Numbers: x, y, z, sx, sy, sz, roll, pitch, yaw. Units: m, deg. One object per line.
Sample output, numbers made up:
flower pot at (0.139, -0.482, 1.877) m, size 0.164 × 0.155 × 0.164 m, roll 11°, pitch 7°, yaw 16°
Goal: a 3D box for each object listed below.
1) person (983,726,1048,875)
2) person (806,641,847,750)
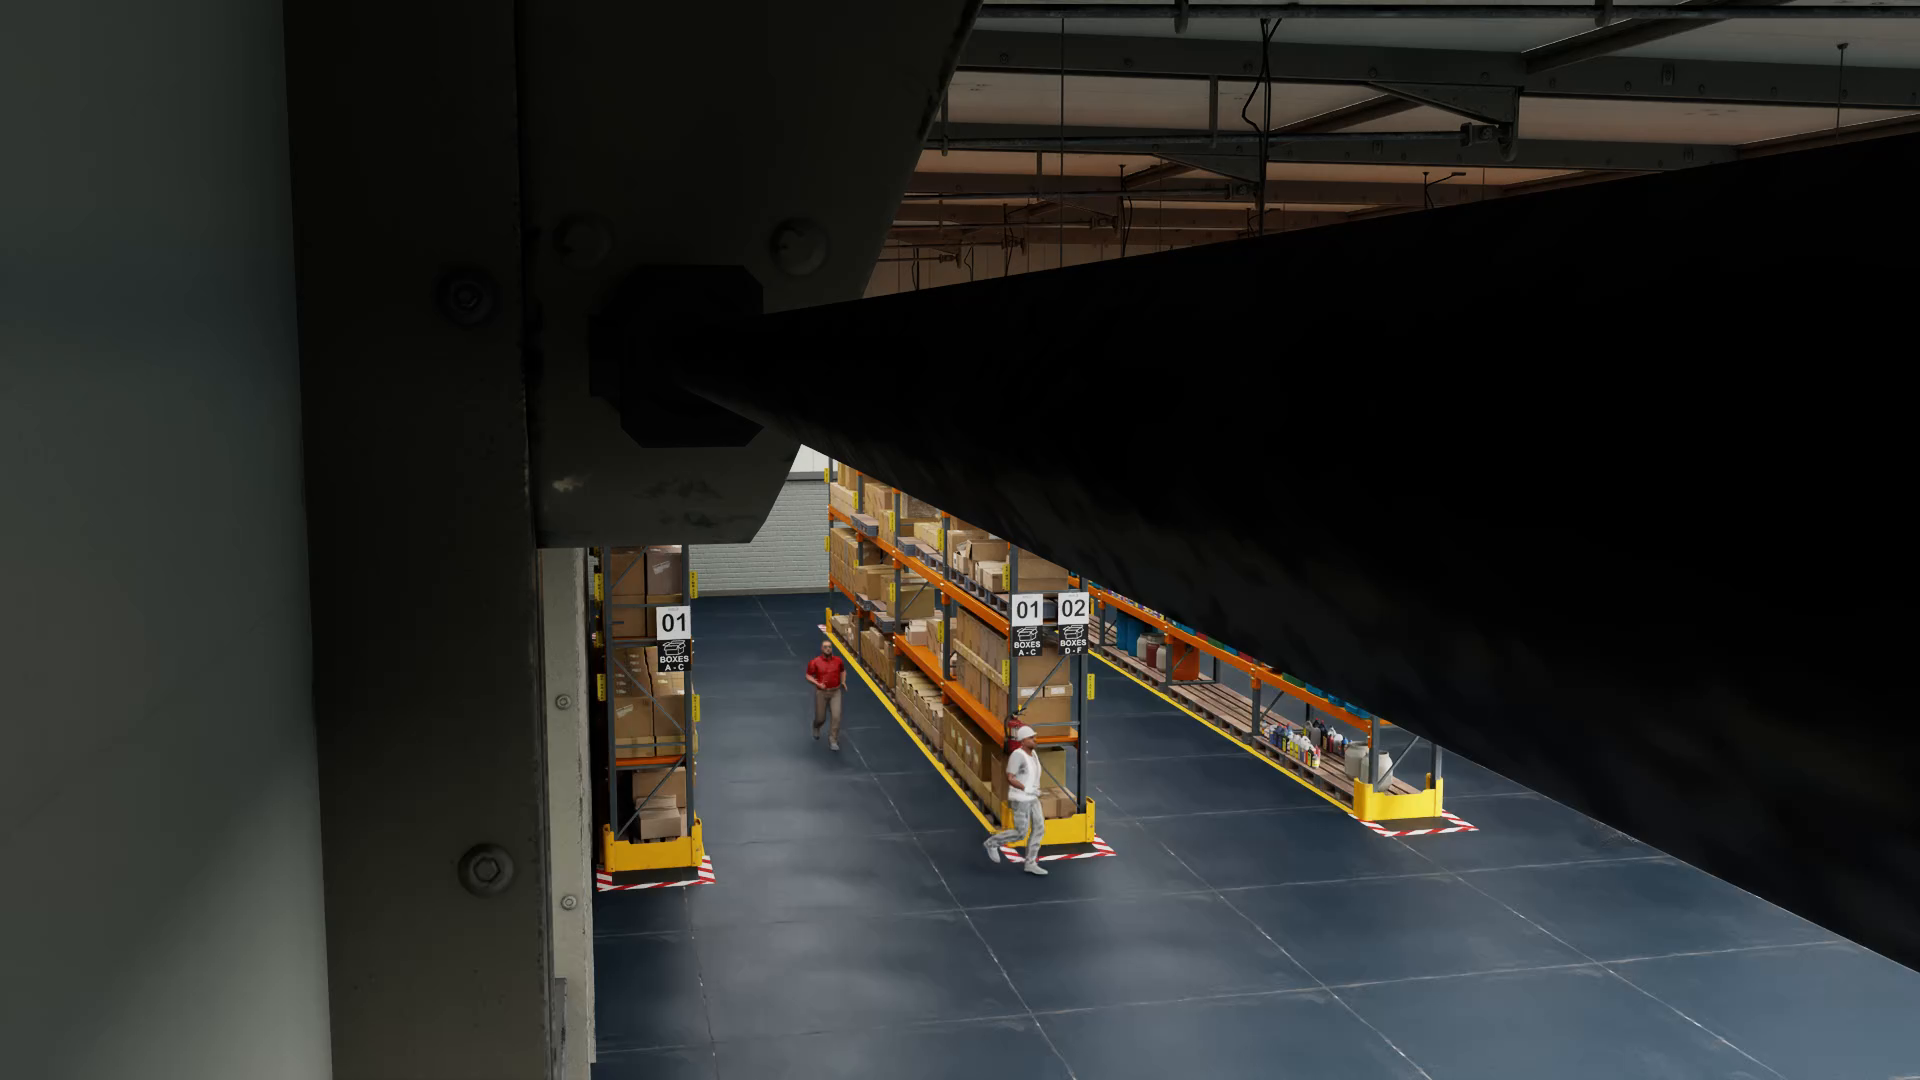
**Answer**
person at (0.719, 3.101, 19.982) m, size 0.811 × 1.761 × 0.703 m, roll 3°, pitch 8°, yaw 26°
person at (-2.073, 2.407, 26.037) m, size 0.674 × 1.679 × 0.782 m, roll -2°, pitch 7°, yaw -19°
